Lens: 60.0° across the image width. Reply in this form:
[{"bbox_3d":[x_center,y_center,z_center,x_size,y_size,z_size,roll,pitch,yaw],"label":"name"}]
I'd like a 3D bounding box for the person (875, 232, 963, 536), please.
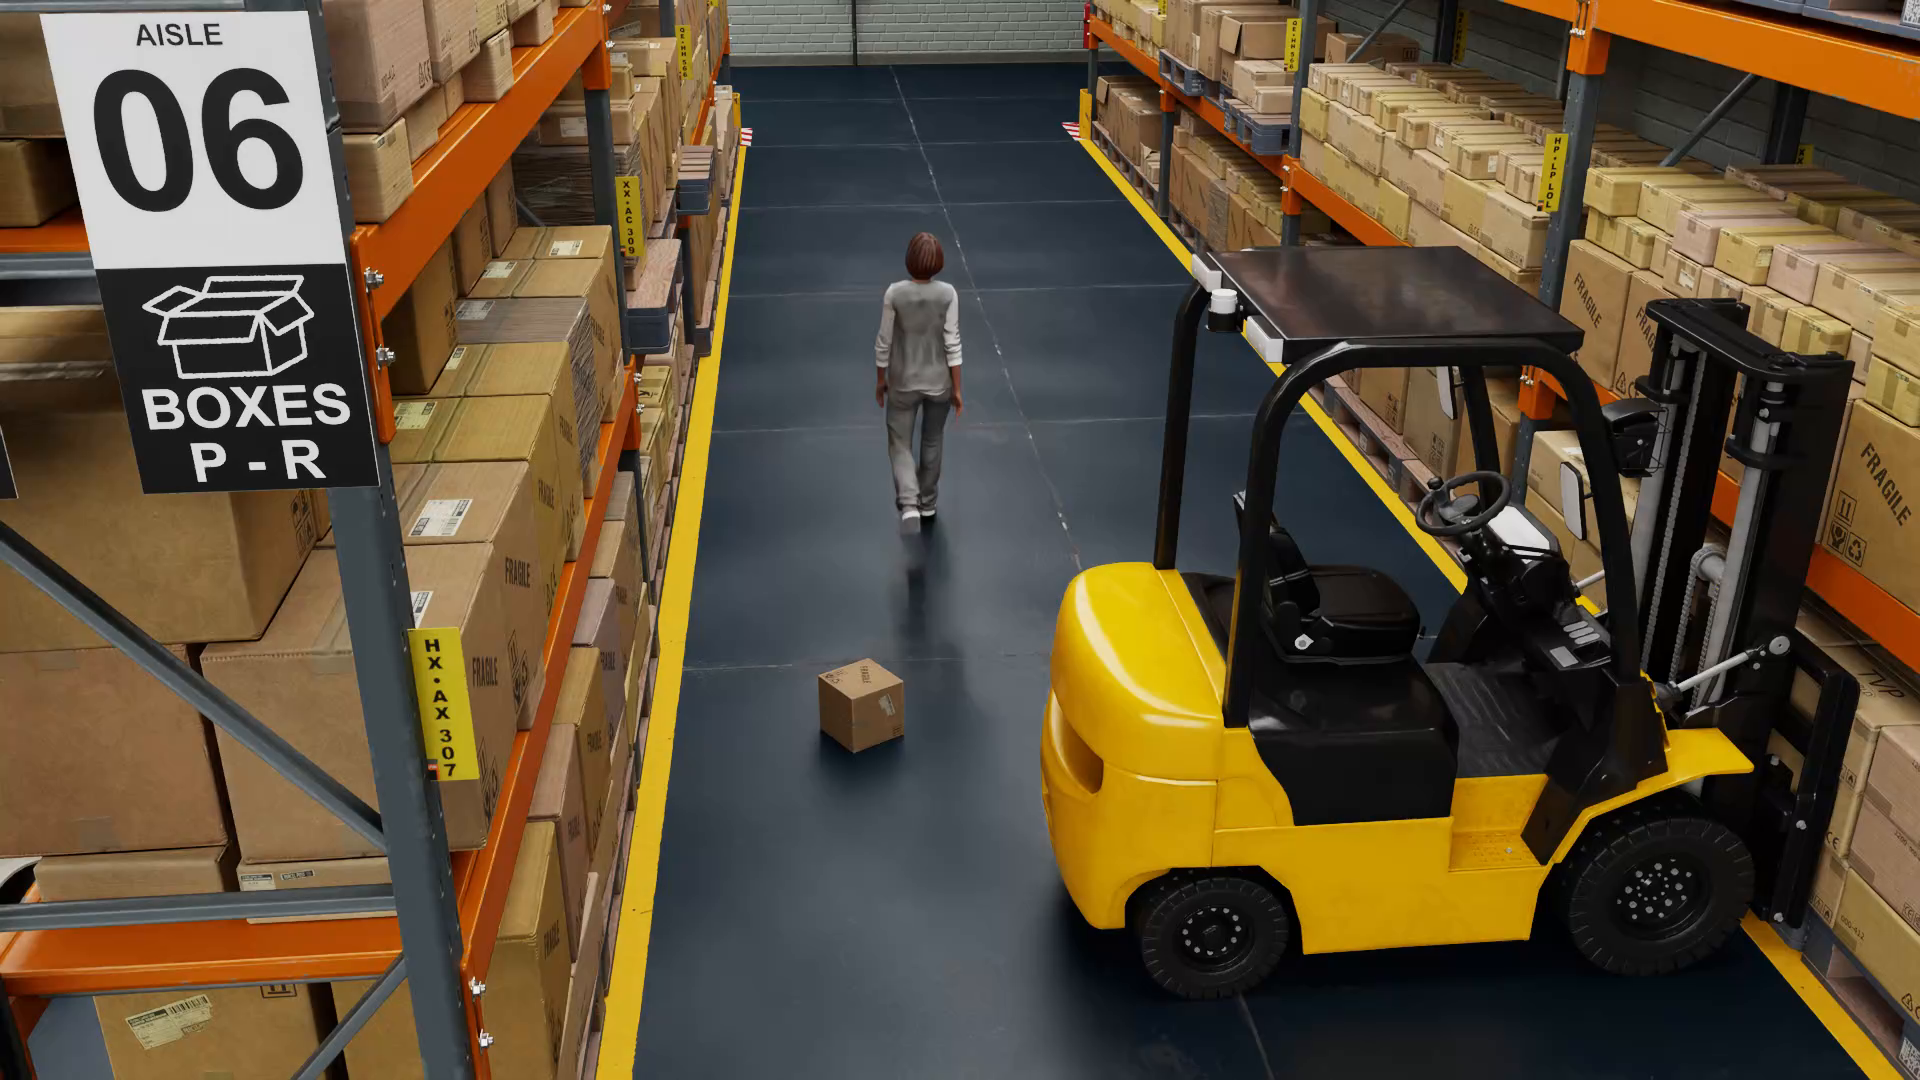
[{"bbox_3d":[-0.205,-0.727,8.335,0.430,1.458,0.822,-3,24,-7],"label":"person"}]
